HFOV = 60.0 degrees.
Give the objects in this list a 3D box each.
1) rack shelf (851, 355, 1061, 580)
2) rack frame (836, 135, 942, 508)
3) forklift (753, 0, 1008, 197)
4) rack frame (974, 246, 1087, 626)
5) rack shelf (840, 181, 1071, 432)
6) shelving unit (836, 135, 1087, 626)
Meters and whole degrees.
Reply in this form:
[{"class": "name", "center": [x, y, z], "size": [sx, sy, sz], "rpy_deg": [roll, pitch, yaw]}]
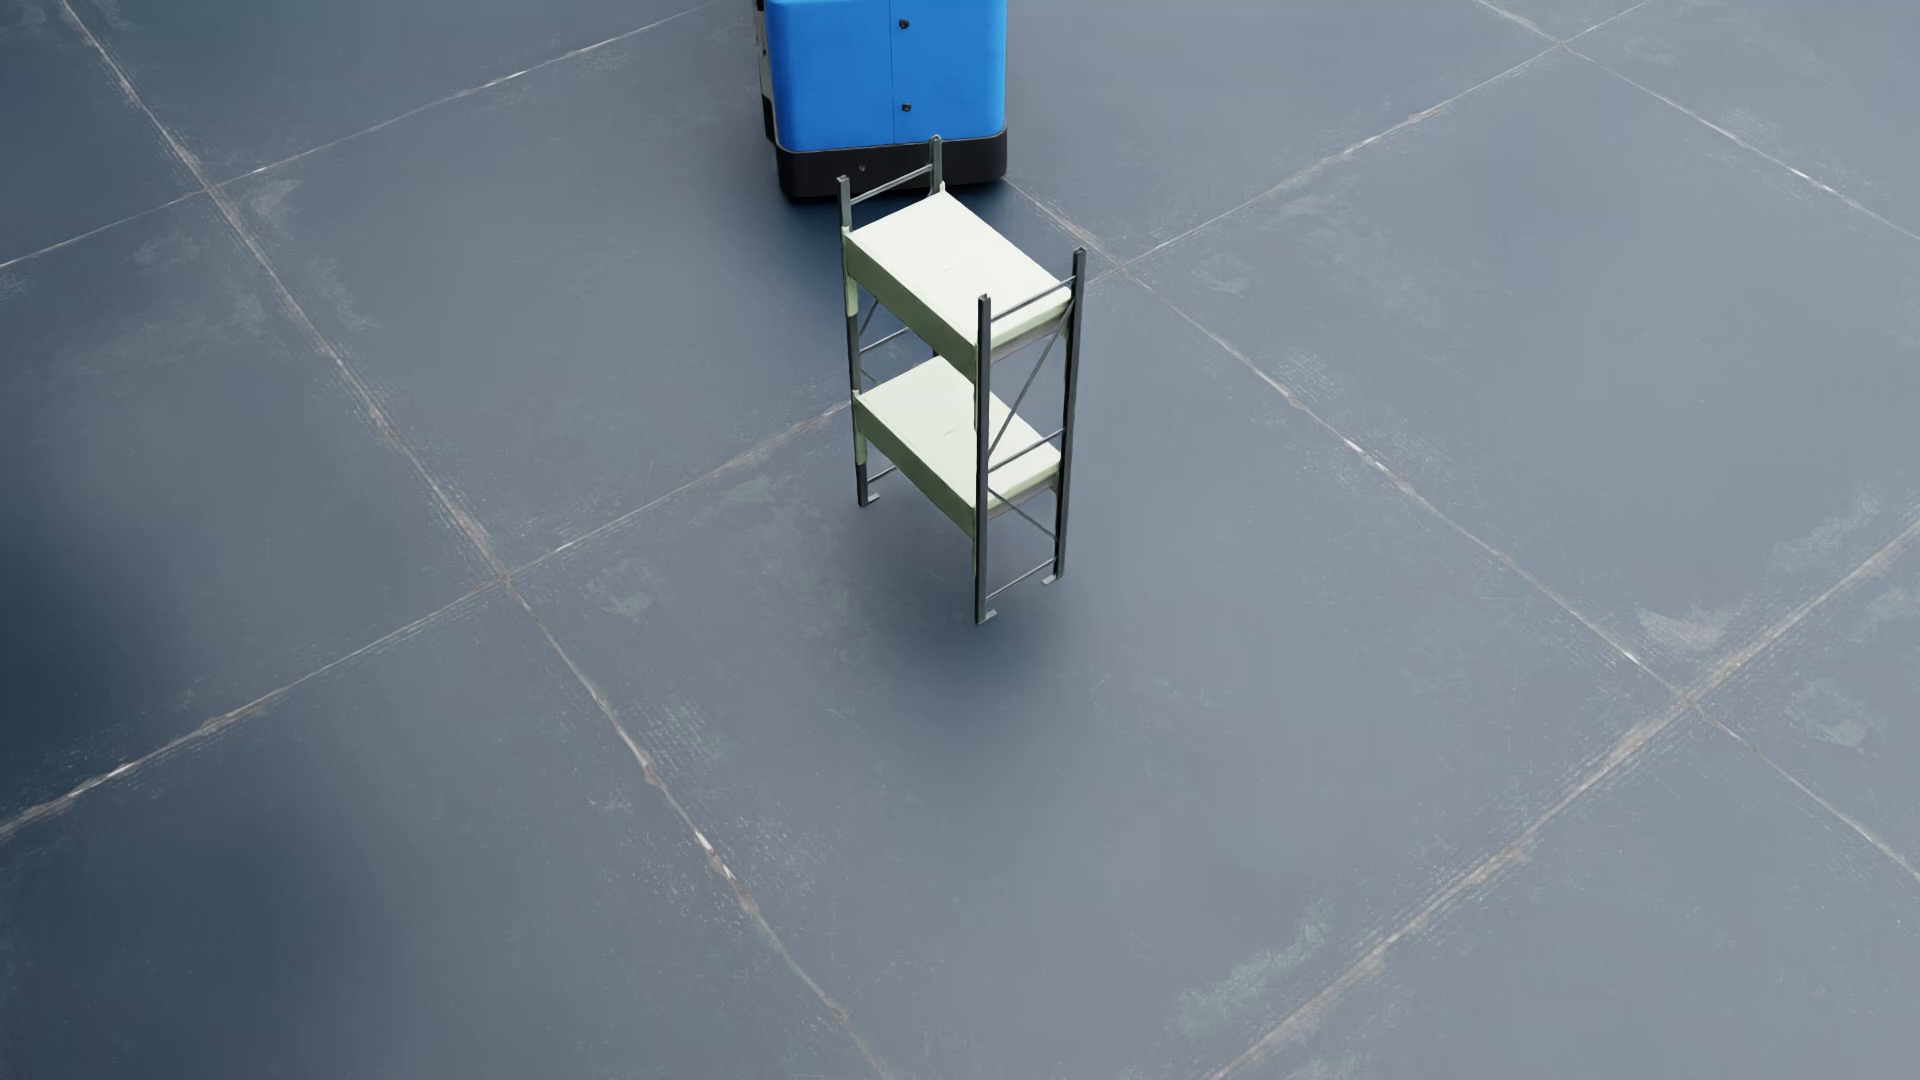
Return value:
[{"class": "rack shelf", "center": [-0.004, -0.289, 5.939], "size": [0.431, 0.370, 0.720], "rpy_deg": [-29, 54, -24]}, {"class": "rack frame", "center": [-0.226, -0.723, 5.894], "size": [0.400, 1.500, 0.023], "rpy_deg": [-29, 54, -24]}, {"class": "forklift", "center": [-0.500, -3.649, 7.579], "size": [1.130, 2.935, 3.031], "rpy_deg": [-6, 48, -5]}, {"class": "rack frame", "center": [0.218, -0.292, 5.502], "size": [0.400, 1.500, 0.023], "rpy_deg": [-29, 54, -24]}, {"class": "rack shelf", "center": [-0.004, -0.770, 5.409], "size": [0.431, 0.370, 0.720], "rpy_deg": [-29, 54, -24]}, {"class": "shelving unit", "center": [-0.004, -0.508, 5.698], "size": [0.431, 1.500, 0.755], "rpy_deg": [-29, 54, -24]}]
